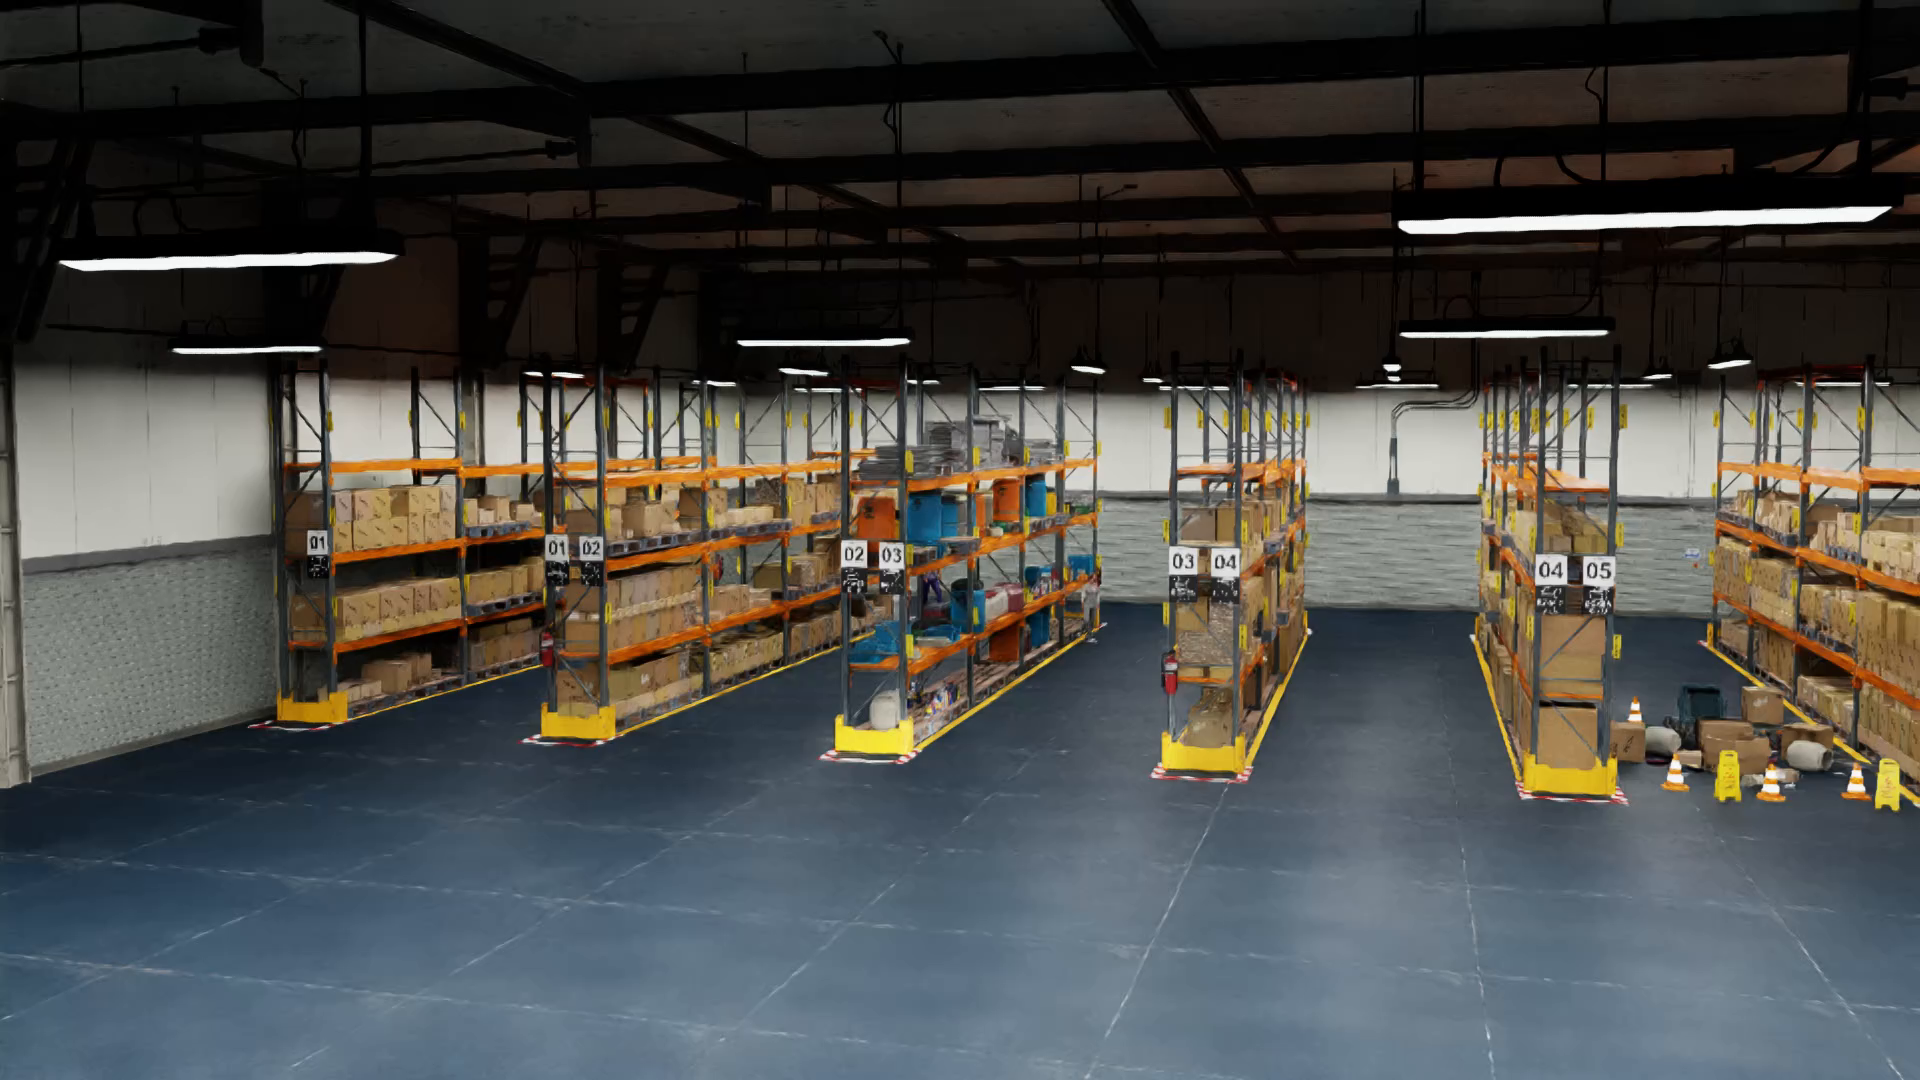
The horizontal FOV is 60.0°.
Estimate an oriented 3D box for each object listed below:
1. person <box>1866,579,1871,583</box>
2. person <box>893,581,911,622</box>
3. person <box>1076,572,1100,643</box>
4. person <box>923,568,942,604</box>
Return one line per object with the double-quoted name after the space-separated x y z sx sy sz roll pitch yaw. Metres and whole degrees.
18.863 1.599 34.755 0.589 1.786 0.661 3 5 33 "person"
-1.345 1.406 38.622 0.463 1.625 0.985 1 4 14 "person"
2.900 1.508 37.446 0.464 1.594 0.468 -2 5 -30 "person"
-0.728 1.093 43.310 0.662 1.589 0.782 0 4 -5 "person"
